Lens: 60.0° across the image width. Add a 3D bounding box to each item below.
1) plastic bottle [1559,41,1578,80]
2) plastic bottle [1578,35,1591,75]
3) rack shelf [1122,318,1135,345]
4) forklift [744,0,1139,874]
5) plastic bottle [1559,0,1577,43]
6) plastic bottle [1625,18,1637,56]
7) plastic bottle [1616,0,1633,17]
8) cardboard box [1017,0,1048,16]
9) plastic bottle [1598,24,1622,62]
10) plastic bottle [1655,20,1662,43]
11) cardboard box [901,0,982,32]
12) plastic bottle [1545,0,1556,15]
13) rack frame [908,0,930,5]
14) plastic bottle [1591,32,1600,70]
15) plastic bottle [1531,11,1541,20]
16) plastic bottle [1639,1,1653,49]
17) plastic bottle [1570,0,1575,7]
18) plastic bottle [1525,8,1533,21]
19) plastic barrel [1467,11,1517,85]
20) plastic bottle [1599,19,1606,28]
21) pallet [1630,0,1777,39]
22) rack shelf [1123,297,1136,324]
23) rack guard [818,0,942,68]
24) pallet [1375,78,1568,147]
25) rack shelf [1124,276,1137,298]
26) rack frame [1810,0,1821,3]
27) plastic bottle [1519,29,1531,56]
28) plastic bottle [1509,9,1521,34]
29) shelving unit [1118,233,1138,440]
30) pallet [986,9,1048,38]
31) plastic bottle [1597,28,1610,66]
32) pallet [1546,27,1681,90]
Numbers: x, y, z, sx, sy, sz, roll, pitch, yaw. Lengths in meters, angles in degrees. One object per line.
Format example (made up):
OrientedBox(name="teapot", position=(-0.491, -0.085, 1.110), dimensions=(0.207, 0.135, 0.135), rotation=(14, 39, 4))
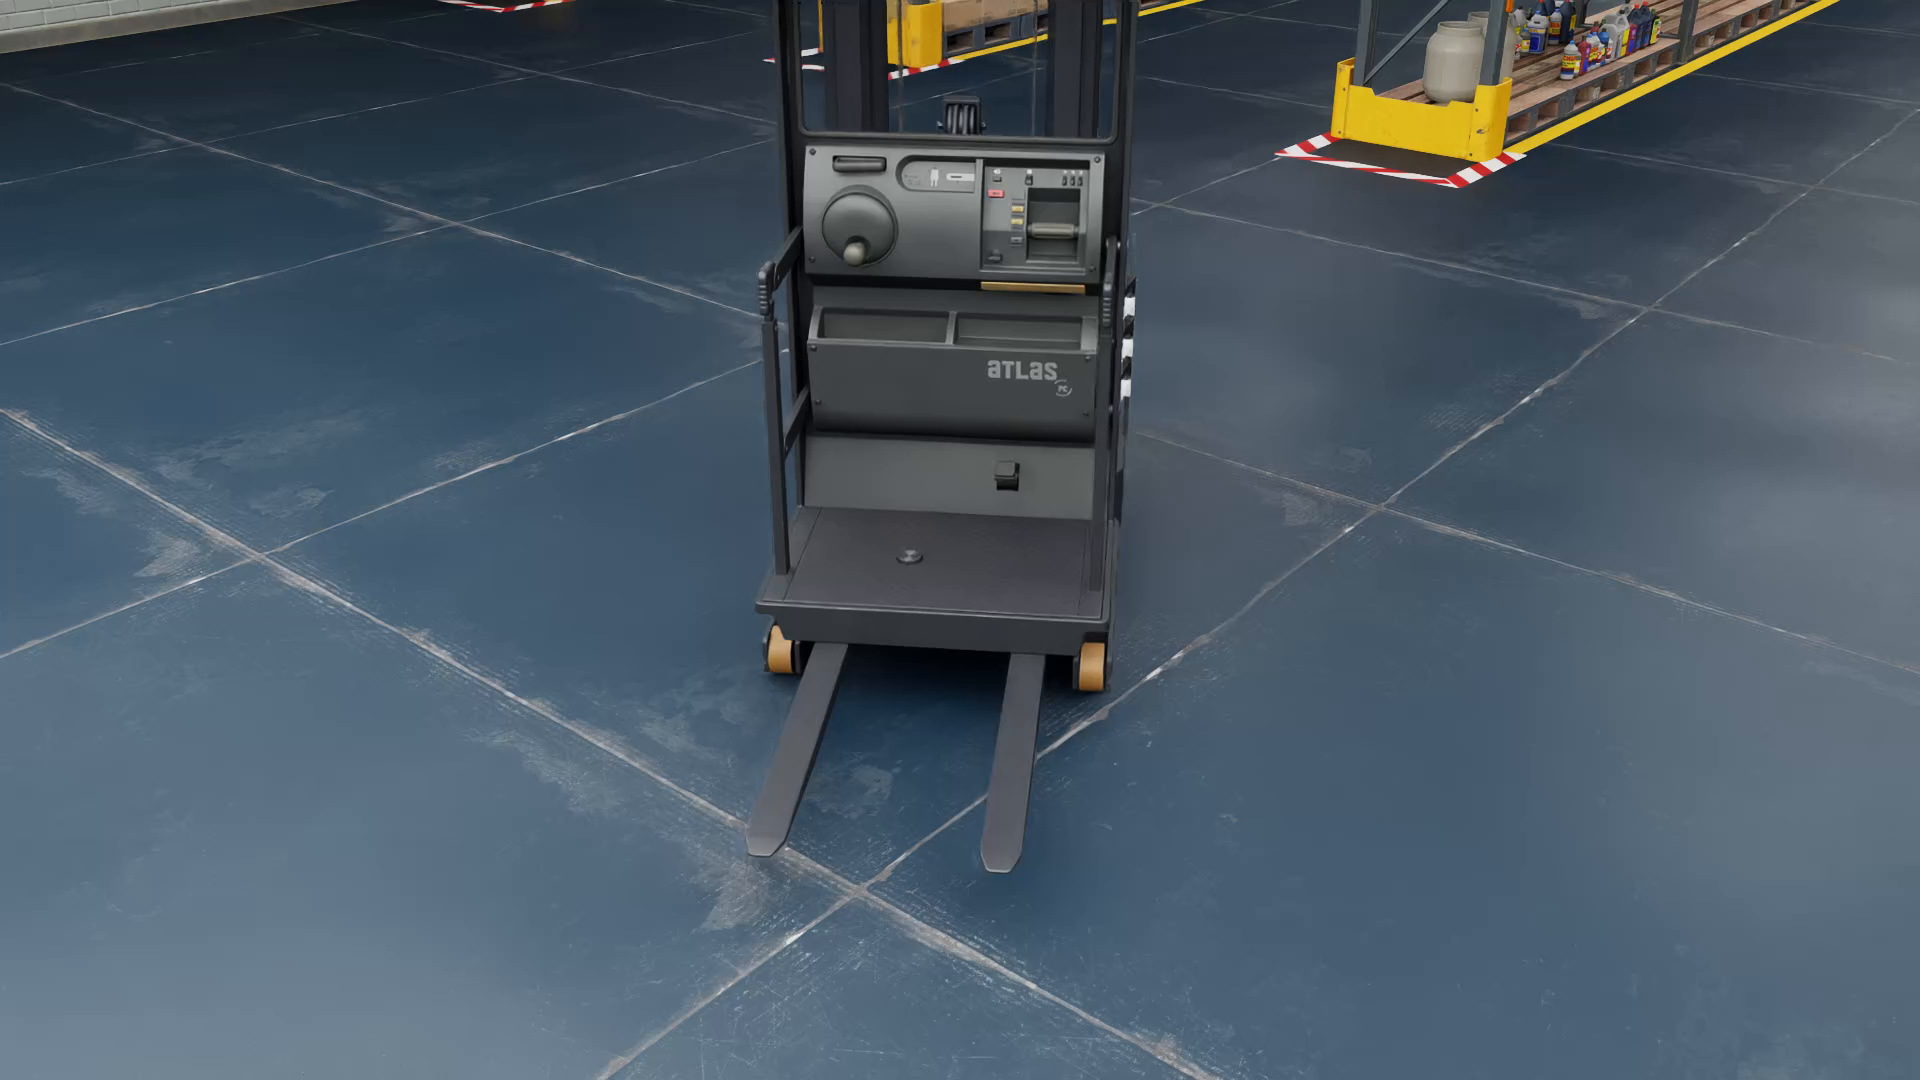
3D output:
OrientedBox(name="plastic bottle", position=(4.543, -3.582, 12.399), dimensions=(0.097, 0.271, 0.097), rotation=(0, 27, 0))
OrientedBox(name="plastic bottle", position=(4.701, -3.662, 12.541), dimensions=(0.061, 0.283, 0.133), rotation=(21, 34, 35))
OrientedBox(name="rack shelf", position=(0.565, -0.853, 6.795), dimensions=(0.258, 0.077, 0.200), rotation=(9, 29, 17))
OrientedBox(name="forklift", position=(-0.043, -0.980, 4.955), dimensions=(1.130, 2.935, 3.031), rotation=(3, 27, 6))
OrientedBox(name="plastic bottle", position=(4.971, -4.276, 13.656), dimensions=(0.144, 0.351, 0.185), rotation=(21, 34, 34))
OrientedBox(name="plastic bottle", position=(5.313, -4.003, 13.200), dimensions=(0.061, 0.283, 0.133), rotation=(23, 35, 38))
OrientedBox(name="plastic bottle", position=(5.395, -4.213, 13.533), dimensions=(0.144, 0.351, 0.185), rotation=(21, 34, 34))
OrientedBox(name="cardboard box", position=(0.476, -4.941, 15.072), dimensions=(0.500, 0.250, 0.500), rotation=(21, 34, 34))
OrientedBox(name="plastic bottle", position=(5.073, -3.898, 13.007), dimensions=(0.152, 0.276, 0.135), rotation=(21, 34, 35))
OrientedBox(name="plastic bottle", position=(5.703, -4.197, 13.665), dimensions=(0.097, 0.201, 0.097), rotation=(0, 27, 0))
OrientedBox(name="cardboard box", position=(-0.158, -4.586, 14.385), dimensions=(0.500, 0.250, 0.500), rotation=(21, 34, 34))
OrientedBox(name="plastic bottle", position=(4.860, -4.318, 13.737), dimensions=(0.144, 0.351, 0.185), rotation=(22, 34, 36))
OrientedBox(name="rack frame", position=(-0.670, -5.495, 13.608), dimensions=(1.000, 3.000, 0.127), rotation=(21, 34, 34))
OrientedBox(name="plastic bottle", position=(4.825, -3.739, 12.703), dimensions=(0.097, 0.271, 0.097), rotation=(0, 27, 0))
OrientedBox(name="plastic bottle", position=(4.675, -4.153, 13.504), dimensions=(0.097, 0.271, 0.097), rotation=(0, 27, 0))
OrientedBox(name="plastic bottle", position=(5.507, -4.171, 13.452), dimensions=(0.144, 0.351, 0.185), rotation=(20, 33, 33))
OrientedBox(name="plastic bottle", position=(5.153, -4.463, 14.103), dimensions=(0.097, 0.271, 0.097), rotation=(0, 27, 0))
OrientedBox(name="plastic bottle", position=(4.603, -4.175, 13.534), dimensions=(0.061, 0.283, 0.133), rotation=(23, 35, 37))
OrientedBox(name="plastic barrel", position=(3.828, -3.561, 12.120), dimensions=(0.421, 0.512, 0.421), rotation=(0, 27, 0))
OrientedBox(name="plastic bottle", position=(5.084, -3.979, 13.155), dimensions=(0.061, 0.283, 0.133), rotation=(21, 34, 34))
OrientedBox(name="pallet", position=(6.939, -4.950, 15.589), dimensions=(1.003, 0.211, 1.213), rotation=(21, 34, 34))
OrientedBox(name="rack shelf", position=(0.565, -0.933, 6.754), dimensions=(0.258, 0.077, 0.200), rotation=(9, 29, 17))
OrientedBox(name="rack guard", position=(-0.686, -4.376, 14.166), dimensions=(1.175, 0.500, 0.348), rotation=(21, 34, 34))
OrientedBox(name="pallet", position=(3.682, -3.135, 12.080), dimensions=(1.003, 0.211, 1.213), rotation=(21, 34, 34))
OrientedBox(name="rack shelf", position=(0.565, -1.012, 6.713), dimensions=(0.258, 0.077, 0.200), rotation=(9, 29, 17))
OrientedBox(name="rack frame", position=(8.238, -6.883, 16.290), dimensions=(1.000, 3.000, 0.127), rotation=(21, 34, 34))
OrientedBox(name="plastic bottle", position=(4.472, -3.949, 13.185), dimensions=(0.097, 0.201, 0.097), rotation=(0, 27, 0))
OrientedBox(name="plastic bottle", position=(4.351, -4.035, 13.189), dimensions=(0.144, 0.351, 0.185), rotation=(22, 35, 36))
OrientedBox(name="shelving unit", position=(0.565, -0.802, 6.821), dimensions=(0.258, 0.900, 0.210), rotation=(9, 29, 17))
OrientedBox(name="pallet", position=(0.560, -4.971, 15.629), dimensions=(1.003, 0.211, 1.213), rotation=(21, 34, 34))
OrientedBox(name="plastic bottle", position=(4.954, -3.810, 12.842), dimensions=(0.097, 0.271, 0.097), rotation=(0, 27, 0))
OrientedBox(name="pallet", position=(5.234, -4.000, 13.752), dimensions=(1.003, 0.211, 1.213), rotation=(21, 34, 34))
